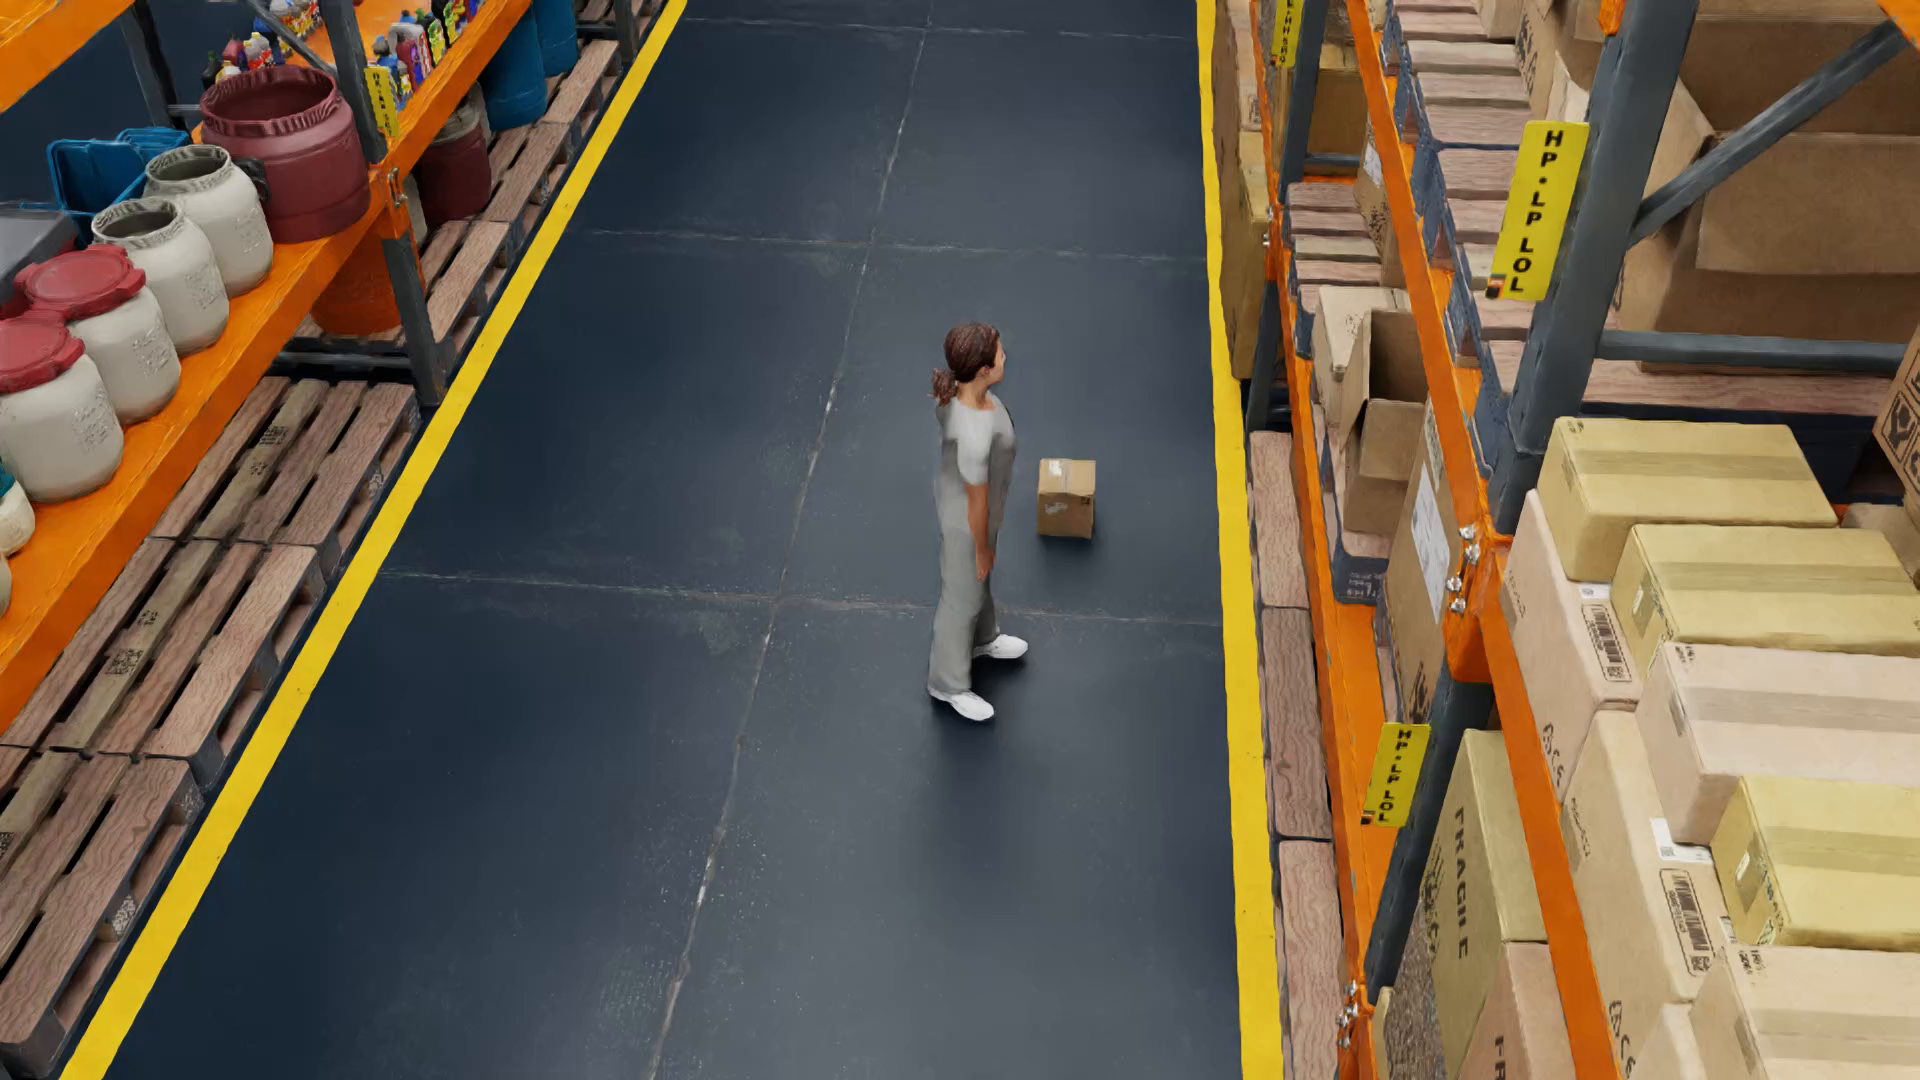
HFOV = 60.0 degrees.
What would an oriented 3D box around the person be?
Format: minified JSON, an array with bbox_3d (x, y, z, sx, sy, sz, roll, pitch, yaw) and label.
[{"bbox_3d":[0.072,-0.103,6.255,0.441,1.667,0.583,-5,40,-6],"label":"person"}]
